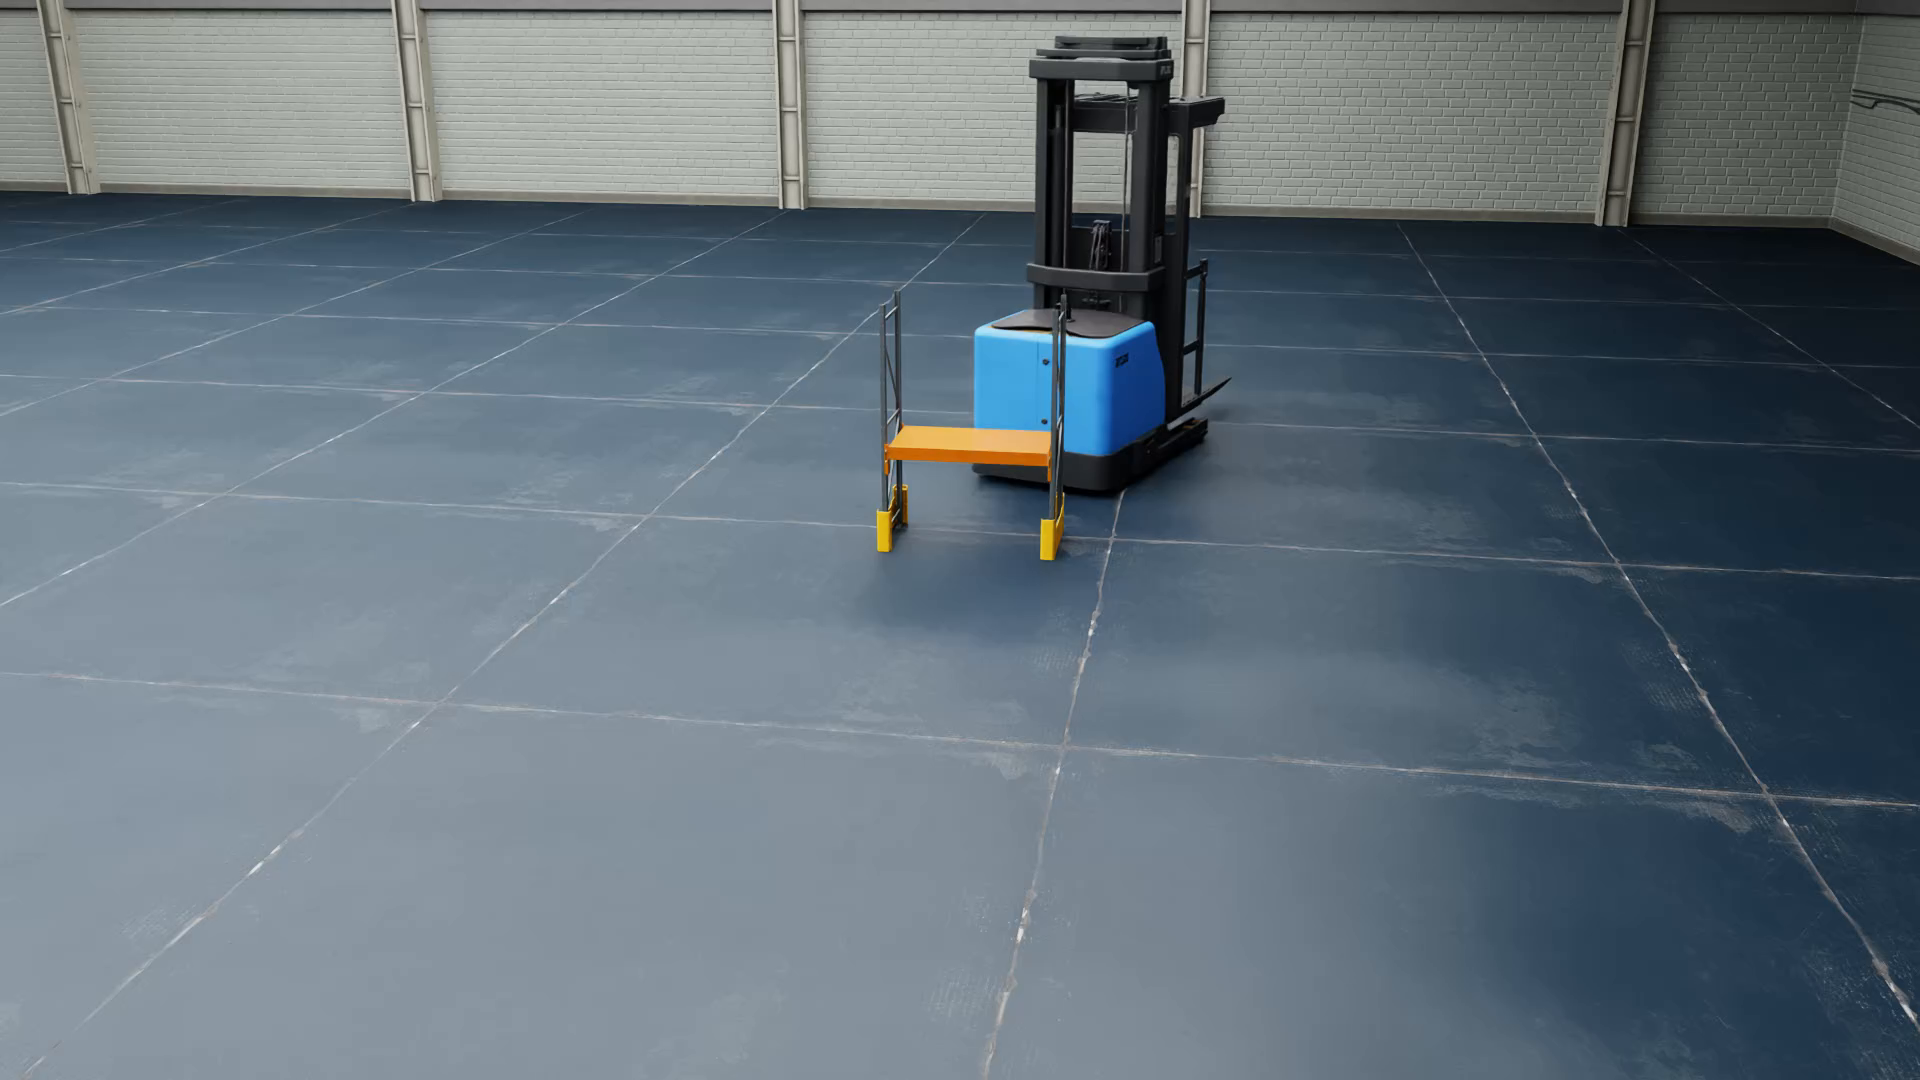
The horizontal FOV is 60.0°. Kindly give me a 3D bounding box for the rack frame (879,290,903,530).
[{"bbox_3d":[-0.418,-0.733,10.129,0.032,1.500,0.500,3,19,9],"label":"rack frame"}]

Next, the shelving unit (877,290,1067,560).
[{"bbox_3d":[0.075,-0.707,10.054,1.083,1.500,0.587,3,19,9],"label":"shelving unit"}]

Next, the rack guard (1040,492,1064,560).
[{"bbox_3d":[0.567,-0.090,10.177,0.087,0.250,0.587,3,19,9],"label":"rack guard"}]

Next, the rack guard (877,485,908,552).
[{"bbox_3d":[-0.416,-0.140,10.327,0.087,0.250,0.587,3,19,9],"label":"rack guard"}]

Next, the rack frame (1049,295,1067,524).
[{"bbox_3d":[0.586,-0.681,9.976,0.032,1.500,0.500,3,19,9],"label":"rack frame"}]

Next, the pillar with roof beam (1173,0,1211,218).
[{"bbox_3d":[2.690,-7.724,19.207,0.400,9.000,9.100,3,19,9],"label":"pillar with roof beam"}]

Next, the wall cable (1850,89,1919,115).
[{"bbox_3d":[11.996,-6.736,21.147,0.112,2.526,3.097,3,19,9],"label":"wall cable"}]

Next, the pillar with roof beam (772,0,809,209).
[{"bbox_3d":[-3.234,-8.026,20.110,0.400,9.000,9.100,3,19,9],"label":"pillar with roof beam"}]

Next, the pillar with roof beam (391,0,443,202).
[{"bbox_3d":[-9.158,-8.328,21.012,0.400,9.000,9.100,3,19,9],"label":"pillar with roof beam"}]

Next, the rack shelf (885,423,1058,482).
[{"bbox_3d":[0.084,-0.536,10.109,1.000,0.185,0.538,3,19,9],"label":"rack shelf"}]

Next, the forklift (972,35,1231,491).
[{"bbox_3d":[1.215,-2.139,12.077,1.130,2.935,3.031,9,21,26],"label":"forklift"}]

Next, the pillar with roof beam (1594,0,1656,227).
[{"bbox_3d":[8.614,-7.422,18.305,0.400,9.000,9.100,3,19,9],"label":"pillar with roof beam"}]

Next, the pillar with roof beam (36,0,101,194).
[{"bbox_3d":[-15.082,-8.630,21.915,0.400,9.000,9.100,3,19,9],"label":"pillar with roof beam"}]
